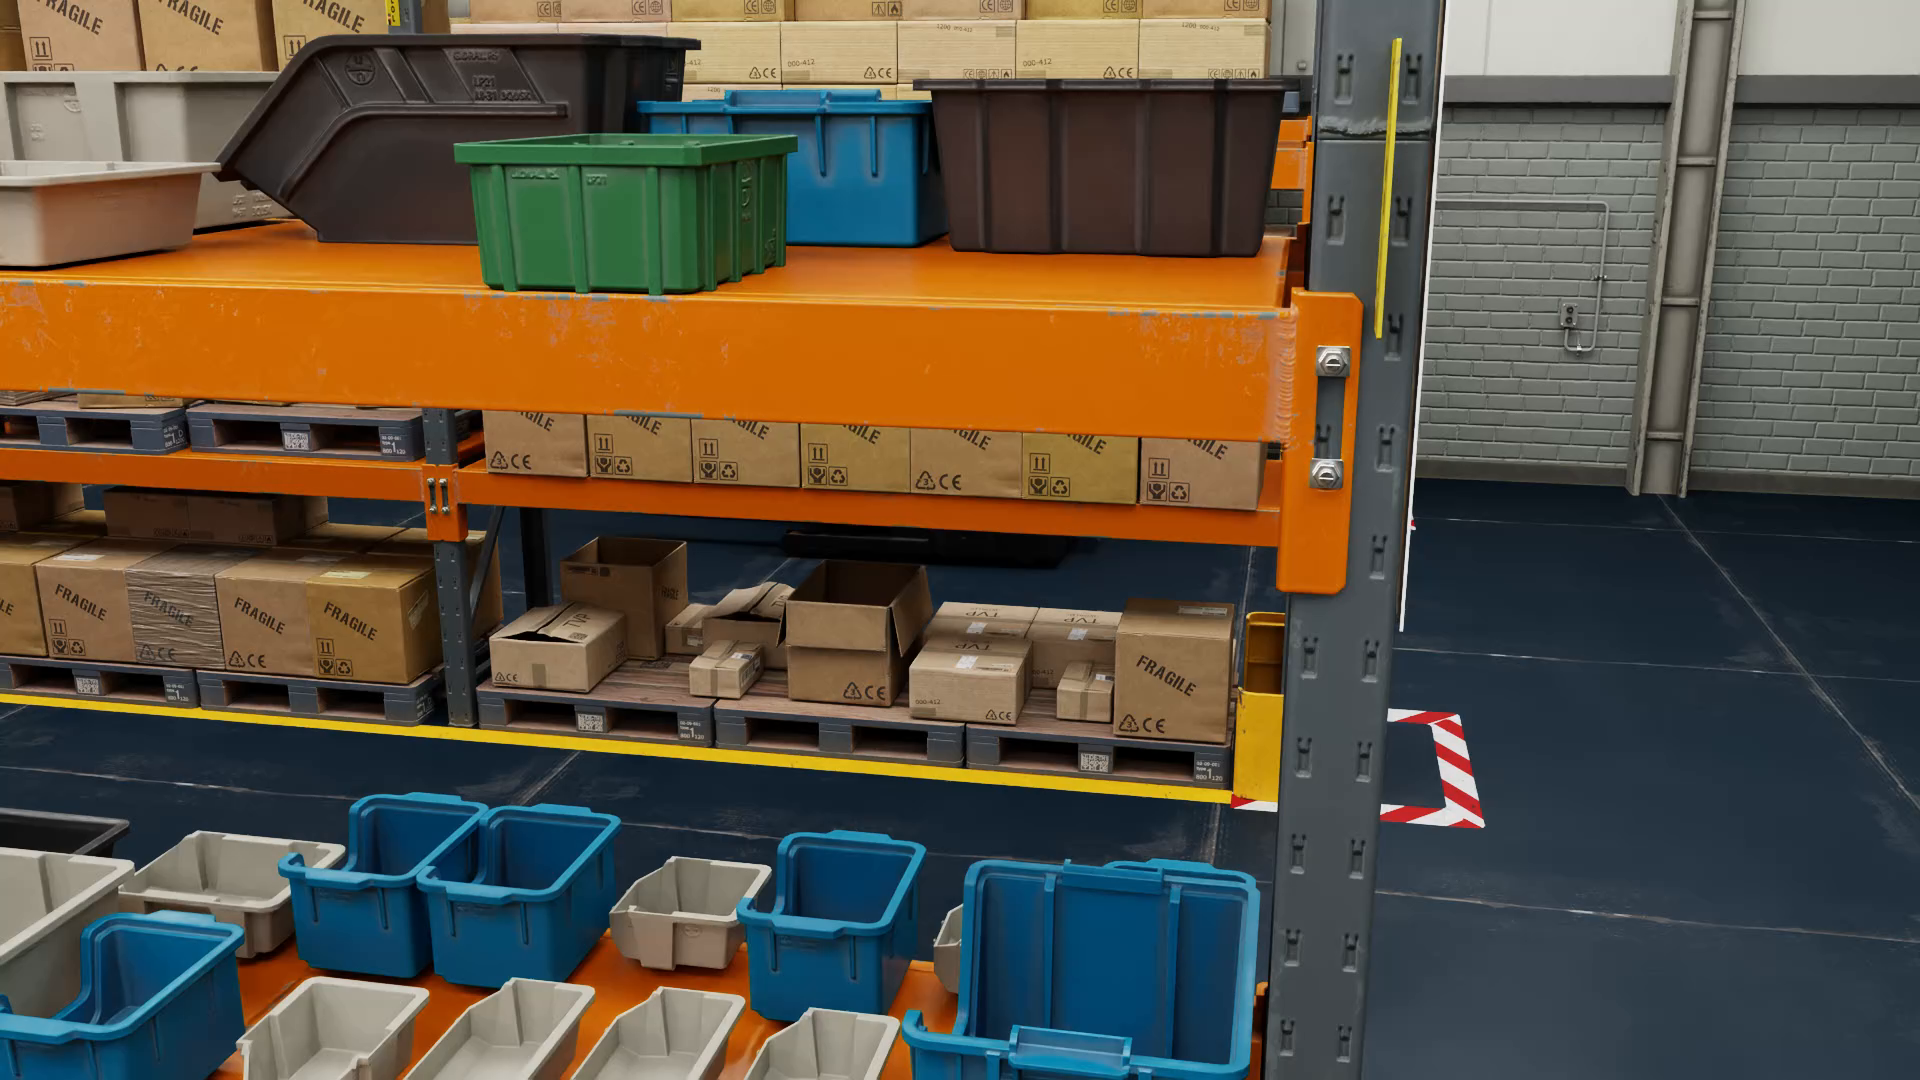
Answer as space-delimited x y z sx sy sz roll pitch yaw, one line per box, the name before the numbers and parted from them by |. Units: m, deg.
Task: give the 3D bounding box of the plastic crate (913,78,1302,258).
plastic crate | 0.254 -0.621 2.741 0.590 0.269 0.497 3 16 11

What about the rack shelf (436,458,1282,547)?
rack shelf | -0.393 -0.200 7.944 4.000 0.370 1.077 3 16 11

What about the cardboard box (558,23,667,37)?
cardboard box | -1.436 -2.151 7.362 0.500 0.250 0.500 3 16 11

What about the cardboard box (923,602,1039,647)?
cardboard box | 0.110 0.516 8.336 0.500 0.250 0.500 3 16 11

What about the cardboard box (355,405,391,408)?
cardboard box | -2.773 -0.988 8.465 0.500 0.500 0.700 -2 16 -8

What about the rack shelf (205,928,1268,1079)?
rack shelf | -1.384 1.095 3.267 4.000 0.370 1.077 3 16 11

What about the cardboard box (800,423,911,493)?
cardboard box | -0.417 -0.523 7.573 0.500 0.500 0.500 3 16 10

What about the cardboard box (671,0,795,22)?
cardboard box | -0.916 -2.524 7.307 0.500 0.500 0.700 3 16 11

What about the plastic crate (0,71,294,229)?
plastic crate | -1.535 -0.732 3.119 0.530 0.282 0.437 3 16 11

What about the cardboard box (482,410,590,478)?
cardboard box | -1.908 -0.603 7.863 0.500 0.500 0.500 4 16 13

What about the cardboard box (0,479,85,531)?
cardboard box | -5.254 -0.245 9.210 0.500 0.250 0.500 4 16 13

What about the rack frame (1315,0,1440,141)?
rack frame | 0.576 -2.036 1.986 0.127 3.000 1.000 3 16 11

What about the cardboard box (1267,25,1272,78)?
cardboard box | 1.115 -2.150 7.361 0.500 0.250 0.500 3 16 11

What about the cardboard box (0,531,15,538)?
cardboard box | -5.370 0.252 8.822 0.500 0.500 0.500 3 16 9

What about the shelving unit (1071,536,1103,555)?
shelving unit | 0.861 -0.517 11.110 0.189 1.200 0.258 3 16 11

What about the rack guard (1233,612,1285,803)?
rack guard | 1.492 0.760 7.812 0.348 0.500 1.175 3 16 11

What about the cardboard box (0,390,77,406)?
cardboard box | -4.775 -1.014 8.560 0.500 0.500 0.700 6 17 22

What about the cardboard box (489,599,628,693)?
cardboard box | -1.985 0.509 8.247 0.500 0.311 0.500 3 16 11

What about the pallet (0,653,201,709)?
pallet | -4.357 0.593 8.957 1.213 0.211 1.003 3 16 11

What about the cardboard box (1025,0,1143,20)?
cardboard box | 0.587 -2.488 7.176 0.500 0.500 0.700 3 16 11

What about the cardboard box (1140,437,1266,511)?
cardboard box | 1.073 -0.441 7.279 0.500 0.500 0.500 4 16 13

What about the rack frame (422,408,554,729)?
rack frame | -2.353 -0.653 8.232 0.127 3.000 1.000 3 16 11

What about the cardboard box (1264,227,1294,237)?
cardboard box | 2.048 -1.906 12.191 0.700 0.700 0.980 4 16 14

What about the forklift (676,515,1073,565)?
forklift | -0.726 -1.428 11.156 3.031 2.935 1.130 3 16 11

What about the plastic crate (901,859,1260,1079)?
plastic crate | 0.211 0.840 2.662 0.499 0.435 0.616 3 16 11

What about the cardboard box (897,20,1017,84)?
cardboard box | 0.033 -2.070 7.070 0.500 0.250 0.500 3 16 11

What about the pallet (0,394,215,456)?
pallet | -4.366 -0.671 8.657 1.213 0.211 1.003 3 16 11

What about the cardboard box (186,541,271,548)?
cardboard box | -3.792 0.196 9.025 0.500 0.500 0.500 3 16 12

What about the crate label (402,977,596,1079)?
crate label | -0.818 0.929 2.899 0.243 0.136 0.396 3 16 11

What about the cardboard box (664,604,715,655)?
cardboard box | -1.359 0.469 8.697 0.250 0.149 0.380 3 16 11

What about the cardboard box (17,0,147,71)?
cardboard box | -4.140 -2.514 8.169 0.600 0.600 0.600 2 16 9

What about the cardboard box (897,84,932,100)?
cardboard box | 0.030 -1.825 7.123 0.500 0.250 0.500 3 16 11

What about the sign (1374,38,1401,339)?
sign | 0.482 -0.395 1.877 0.005 0.325 0.100 3 16 11

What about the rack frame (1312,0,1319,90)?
rack frame | 2.550 -4.628 11.342 0.127 3.000 1.000 3 16 11

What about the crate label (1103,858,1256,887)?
crate label | 0.400 0.807 3.159 0.303 0.233 0.416 3 16 11

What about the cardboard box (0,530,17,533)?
cardboard box | -5.310 0.115 9.317 0.500 0.500 0.500 4 16 13

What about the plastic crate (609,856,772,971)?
plastic crate | -0.563 0.779 3.442 0.298 0.136 0.250 3 16 11

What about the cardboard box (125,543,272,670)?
cardboard box | -3.868 0.333 8.530 0.500 0.500 0.500 3 16 12

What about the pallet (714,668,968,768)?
pallet | -0.481 0.792 8.239 1.213 0.211 1.003 3 16 11

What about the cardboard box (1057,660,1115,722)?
cardboard box | 0.606 0.703 7.818 0.250 0.166 0.380 3 16 11

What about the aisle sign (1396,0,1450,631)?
aisle sign | 0.588 -0.317 2.149 0.004 0.787 0.394 3 16 11

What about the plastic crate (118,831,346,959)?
plastic crate | -1.578 0.754 3.531 0.466 0.136 0.293 3 16 11
